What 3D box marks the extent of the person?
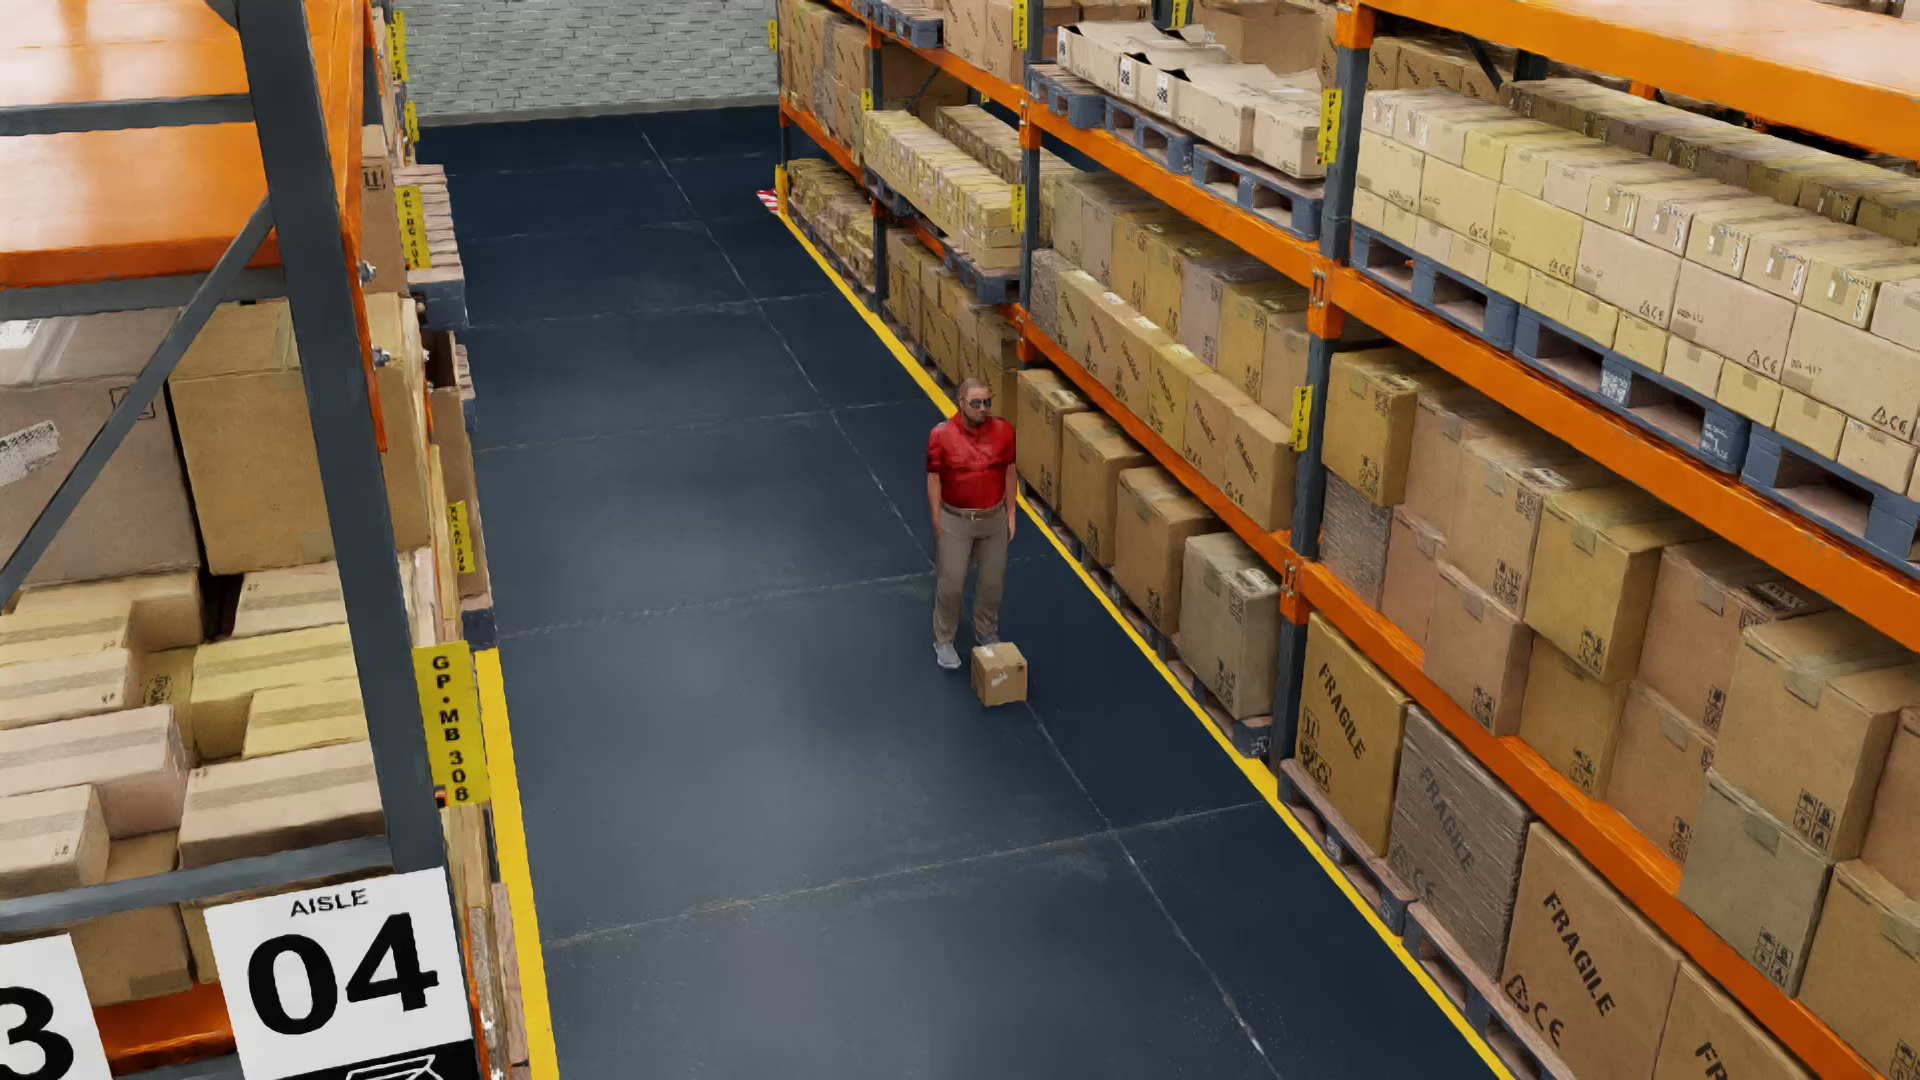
[{"bbox_3d":[0.086,-0.106,9.602,0.534,1.724,0.365,-8,27,-15],"label":"person"}]
